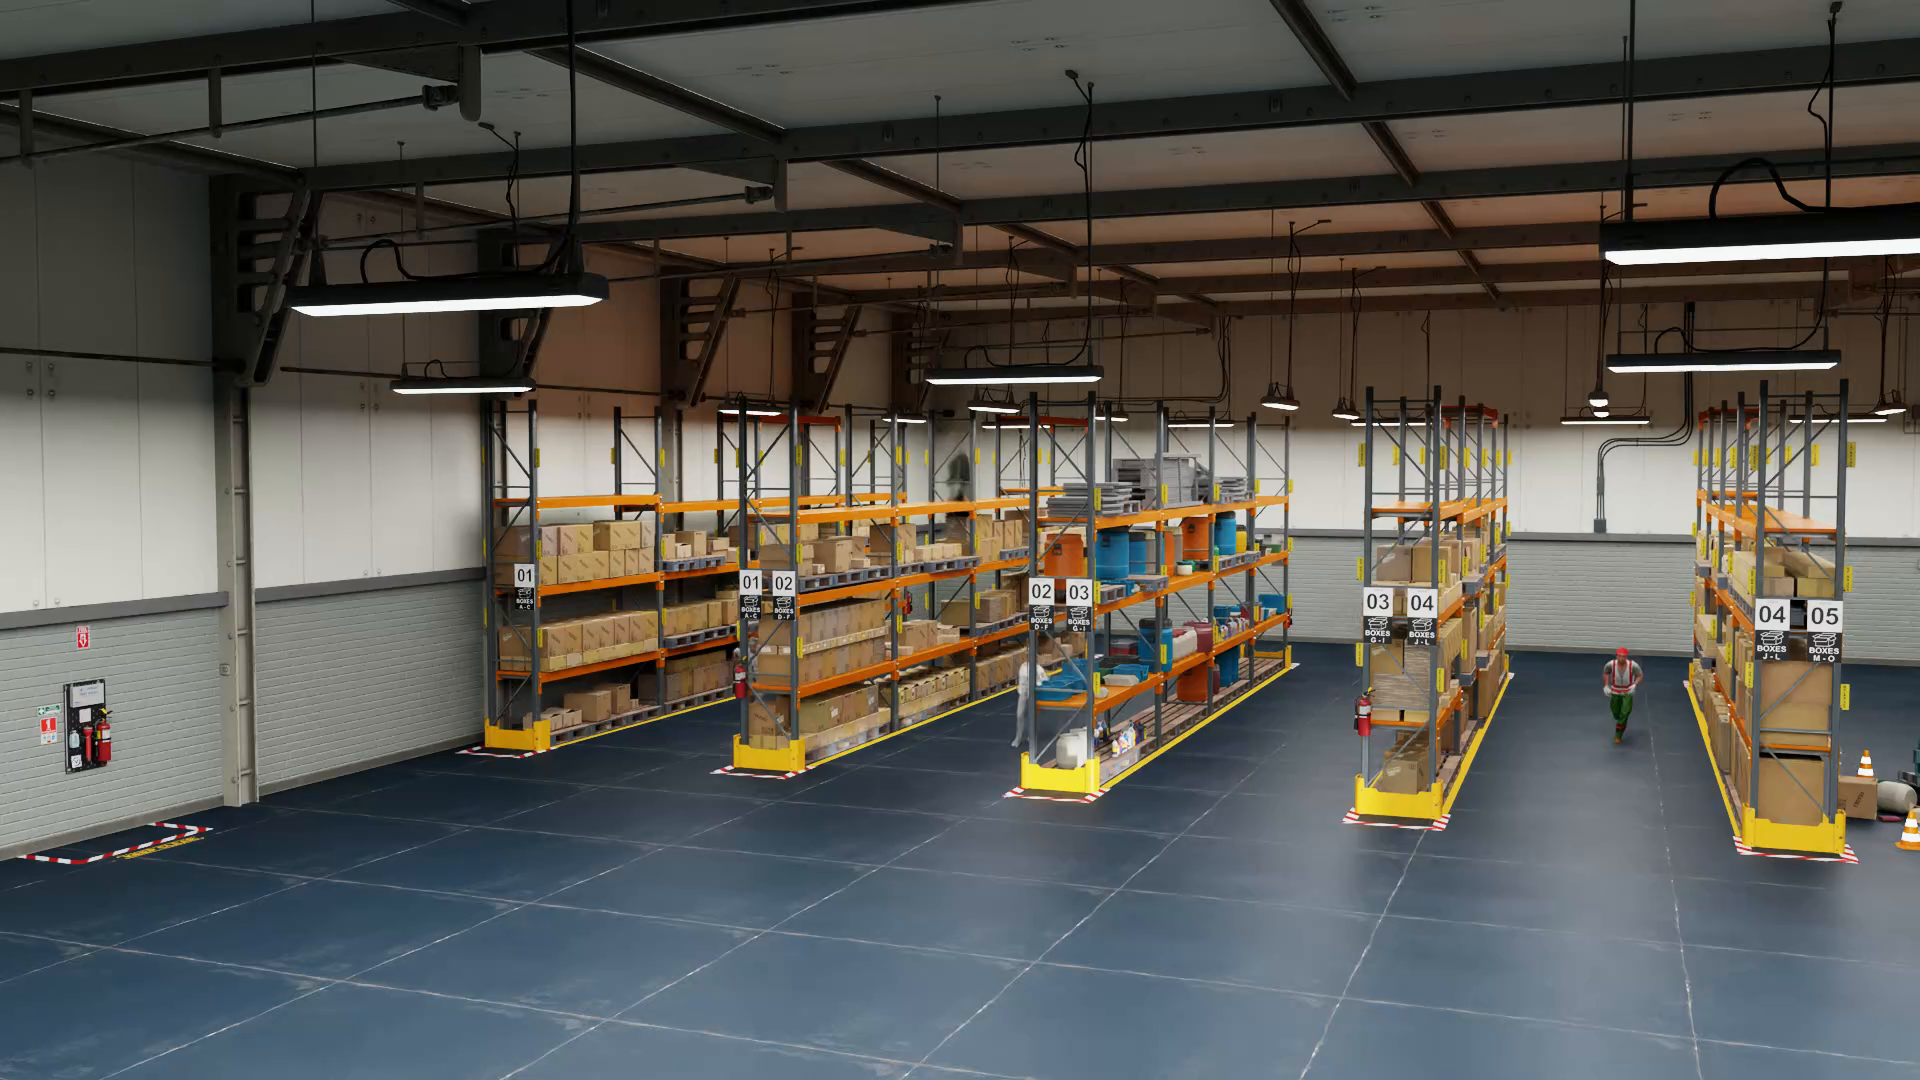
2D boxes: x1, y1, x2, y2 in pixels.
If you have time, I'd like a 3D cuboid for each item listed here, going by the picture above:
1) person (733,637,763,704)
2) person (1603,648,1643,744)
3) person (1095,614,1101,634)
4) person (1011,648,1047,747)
[{"bbox_3d":[-4.030,2.637,32.061,0.694,1.572,0.891,0,3,-6],"label":"person"},{"bbox_3d":[11.673,2.721,29.300,0.656,1.717,0.853,1,3,21],"label":"person"},{"bbox_3d":[3.390,1.991,43.795,0.703,1.720,0.587,-2,4,-39],"label":"person"},{"bbox_3d":[1.277,2.733,28.971,0.615,1.741,0.729,1,3,28],"label":"person"}]
